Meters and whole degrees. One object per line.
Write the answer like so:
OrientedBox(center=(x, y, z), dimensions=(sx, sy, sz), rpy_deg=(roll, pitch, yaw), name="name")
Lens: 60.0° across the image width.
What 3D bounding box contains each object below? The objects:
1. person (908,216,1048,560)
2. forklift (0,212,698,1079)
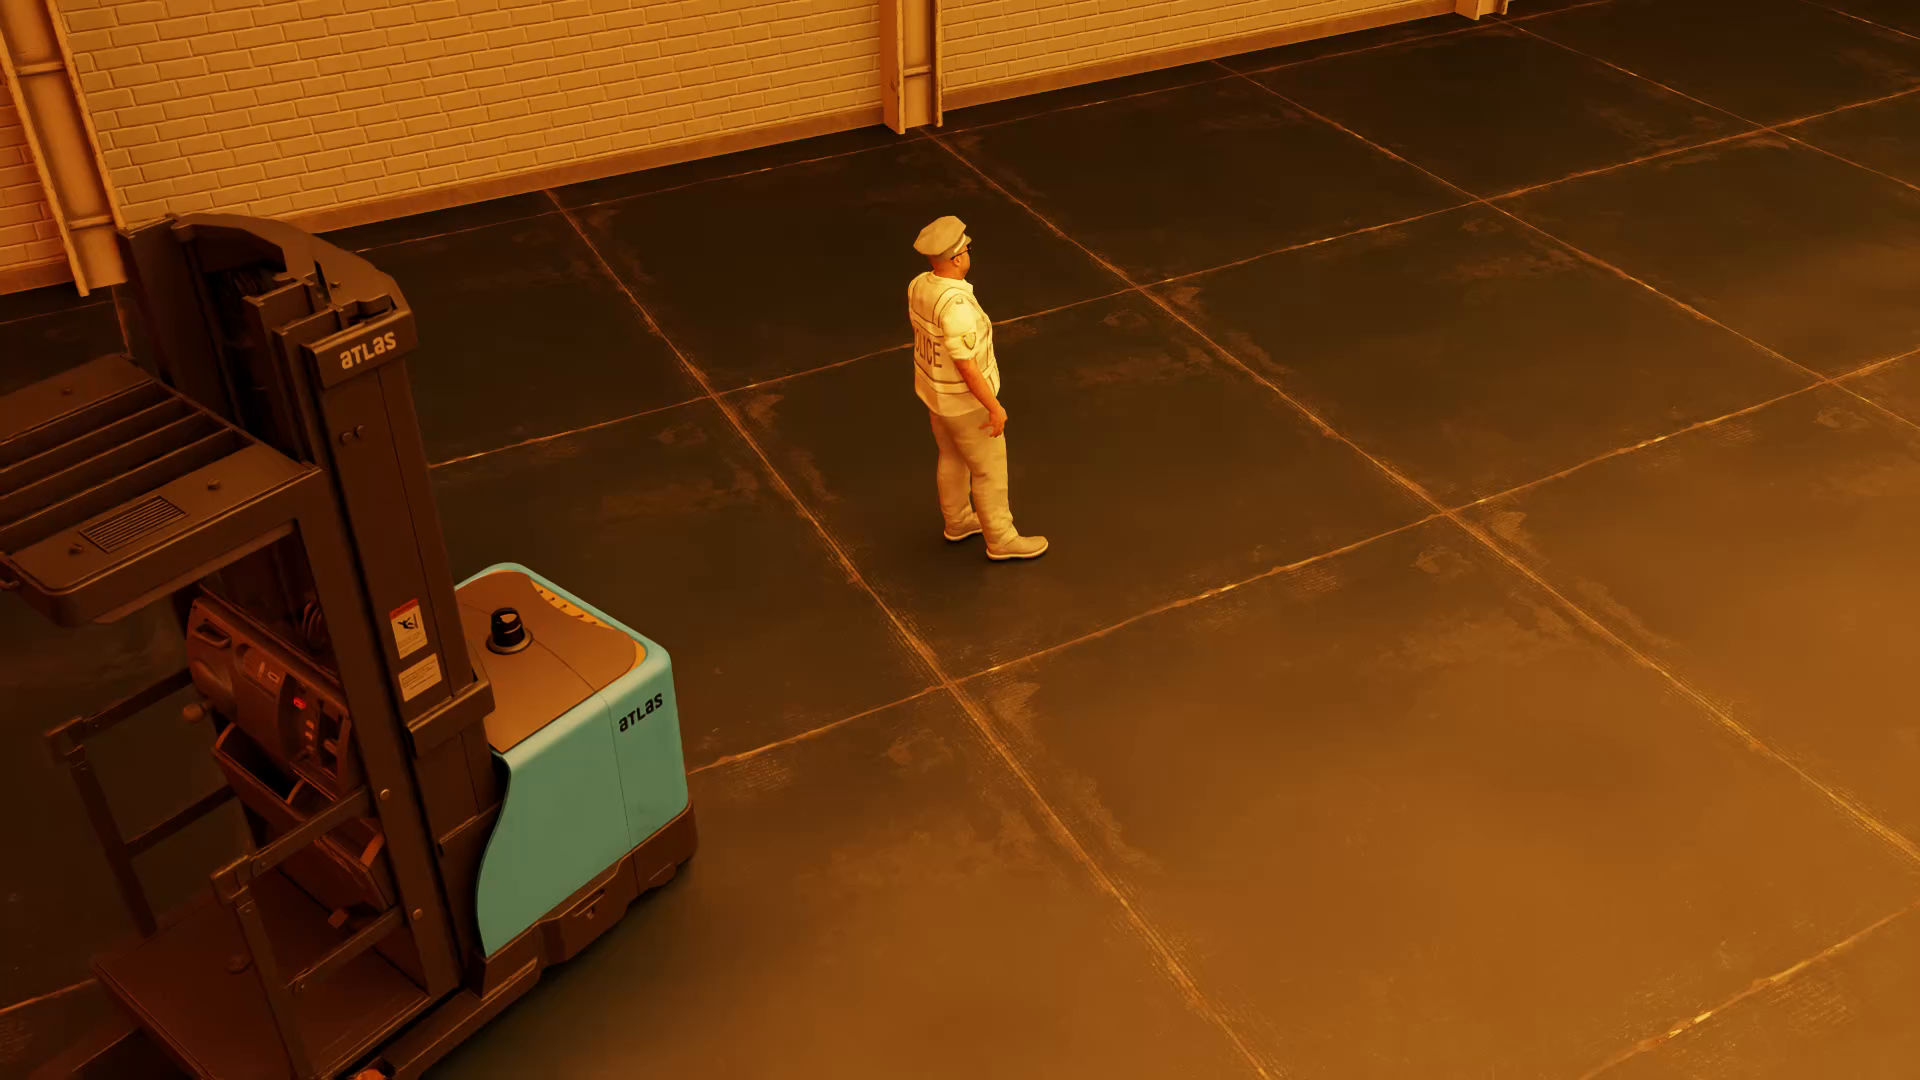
OrientedBox(center=(0.074, -0.749, 8.165), dimensions=(0.574, 1.780, 0.641), rpy_deg=(-17, 39, -23), name="person")
OrientedBox(center=(-2.389, 0.581, 5.301), dimensions=(1.130, 2.935, 3.031), rpy_deg=(25, 42, 31), name="forklift")
